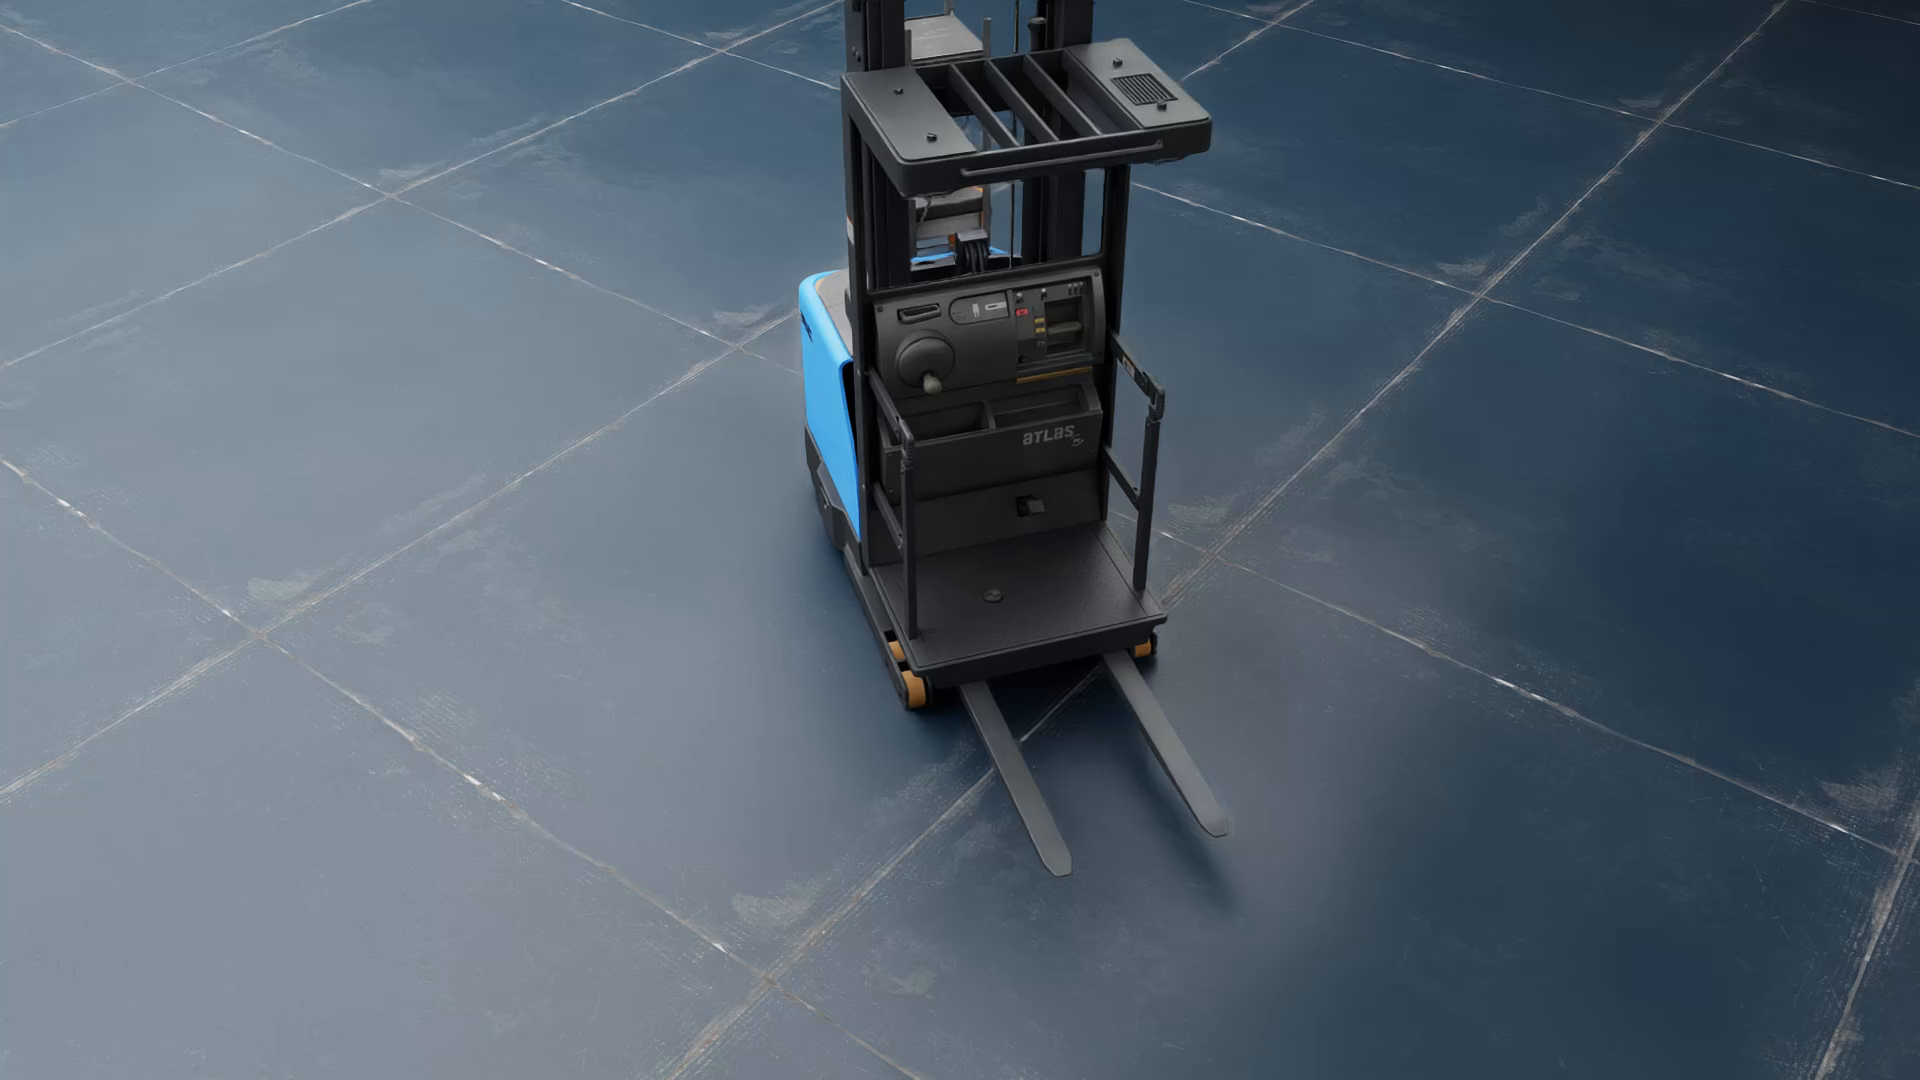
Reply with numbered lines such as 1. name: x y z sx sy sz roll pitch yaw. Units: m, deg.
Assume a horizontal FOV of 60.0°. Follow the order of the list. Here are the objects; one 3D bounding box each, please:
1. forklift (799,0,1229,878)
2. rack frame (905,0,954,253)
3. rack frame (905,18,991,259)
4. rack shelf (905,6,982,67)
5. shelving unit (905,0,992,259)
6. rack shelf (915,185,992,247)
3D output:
1. forklift: 0.192 -0.739 6.316 1.130 2.935 3.031 -11 39 -14
2. rack frame: -0.218 -1.661 8.168 0.400 2.100 0.015 -13 39 -16
3. rack frame: -0.050 -1.386 7.802 0.400 2.100 0.015 -13 39 -16
4. rack shelf: -0.138 -2.071 7.572 0.431 0.518 0.480 -13 39 -16
5. shelving unit: -0.134 -1.524 7.985 0.431 2.100 0.503 -13 39 -16
6. rack shelf: -0.134 -1.513 7.993 0.431 0.518 0.480 -13 39 -16
